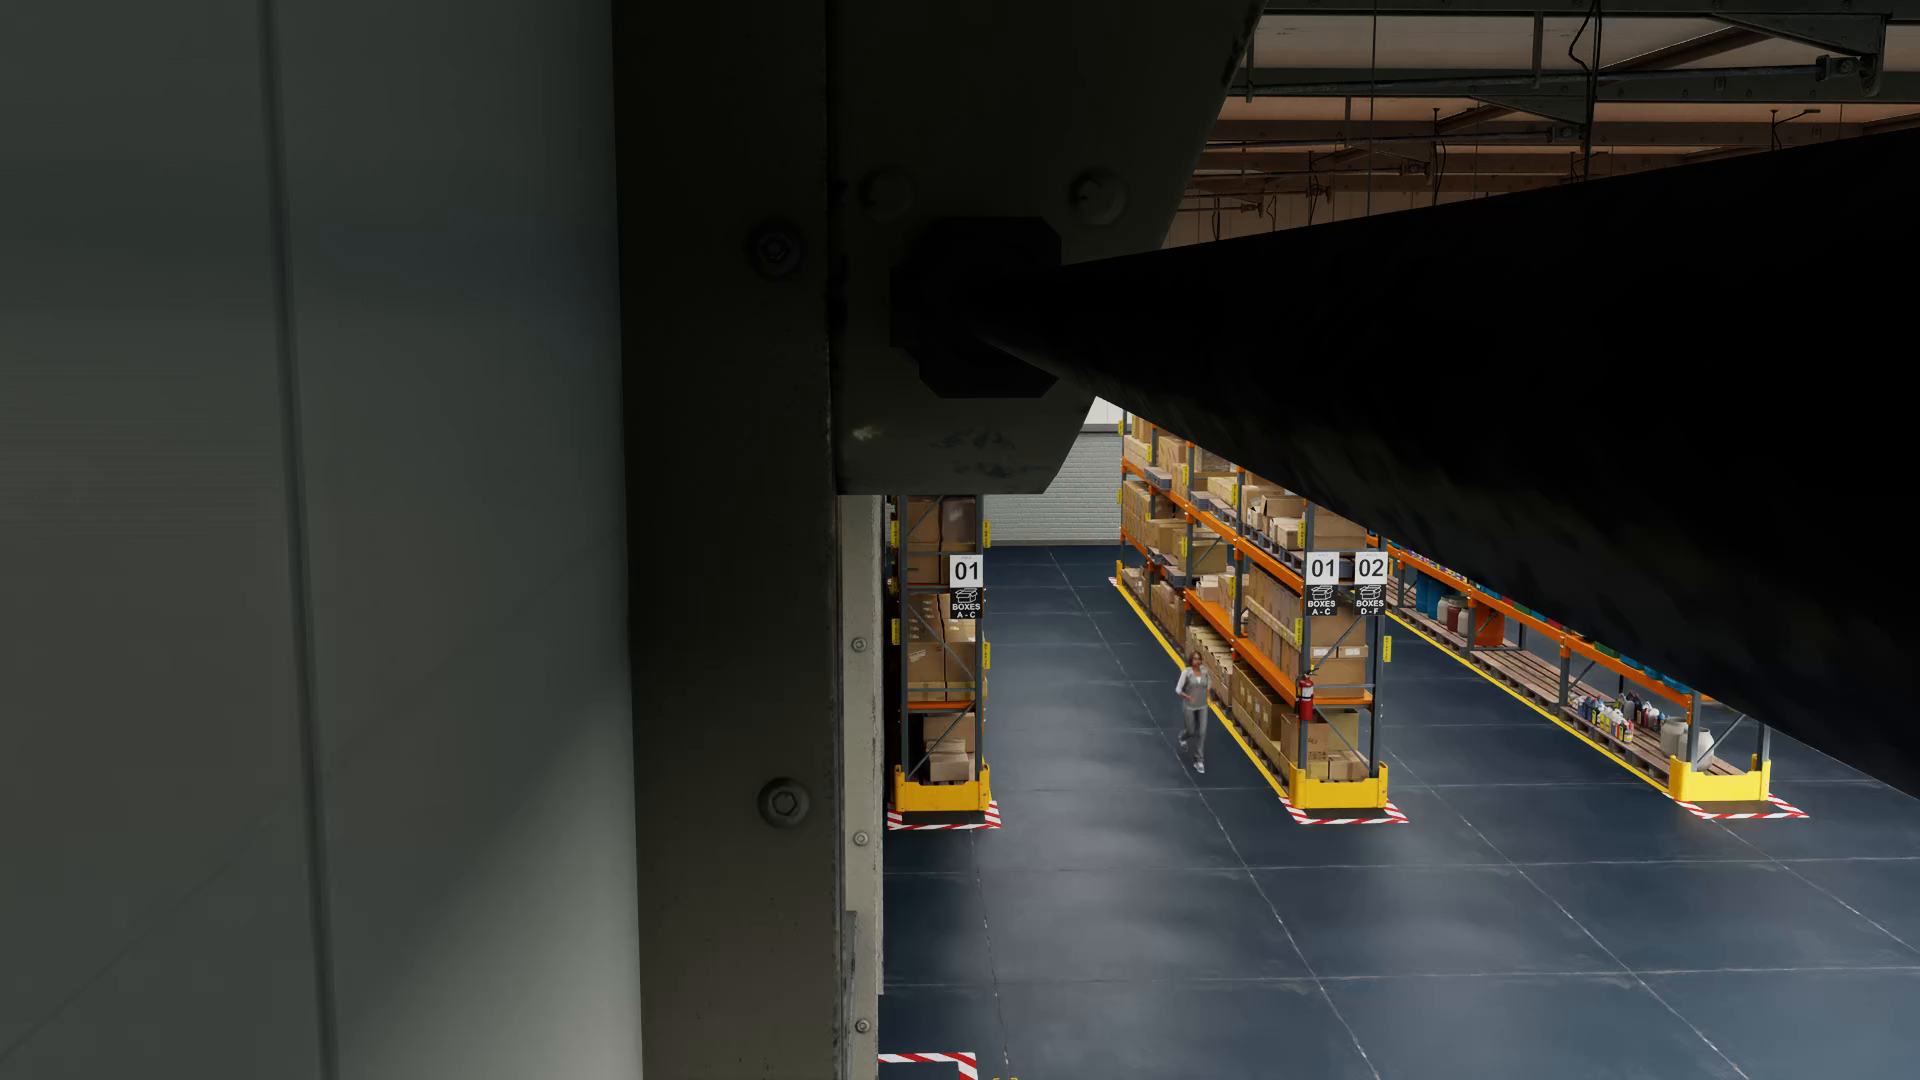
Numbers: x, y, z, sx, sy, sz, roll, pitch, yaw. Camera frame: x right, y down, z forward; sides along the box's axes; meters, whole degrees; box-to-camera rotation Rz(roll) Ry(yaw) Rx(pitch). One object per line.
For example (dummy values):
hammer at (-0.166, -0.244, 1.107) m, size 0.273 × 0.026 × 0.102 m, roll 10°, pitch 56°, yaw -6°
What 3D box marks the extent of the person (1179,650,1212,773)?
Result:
person at (1.423, 2.170, 22.976) m, size 3.703 × 1.591 × 2.635 m, roll -1°, pitch 9°, yaw -10°
